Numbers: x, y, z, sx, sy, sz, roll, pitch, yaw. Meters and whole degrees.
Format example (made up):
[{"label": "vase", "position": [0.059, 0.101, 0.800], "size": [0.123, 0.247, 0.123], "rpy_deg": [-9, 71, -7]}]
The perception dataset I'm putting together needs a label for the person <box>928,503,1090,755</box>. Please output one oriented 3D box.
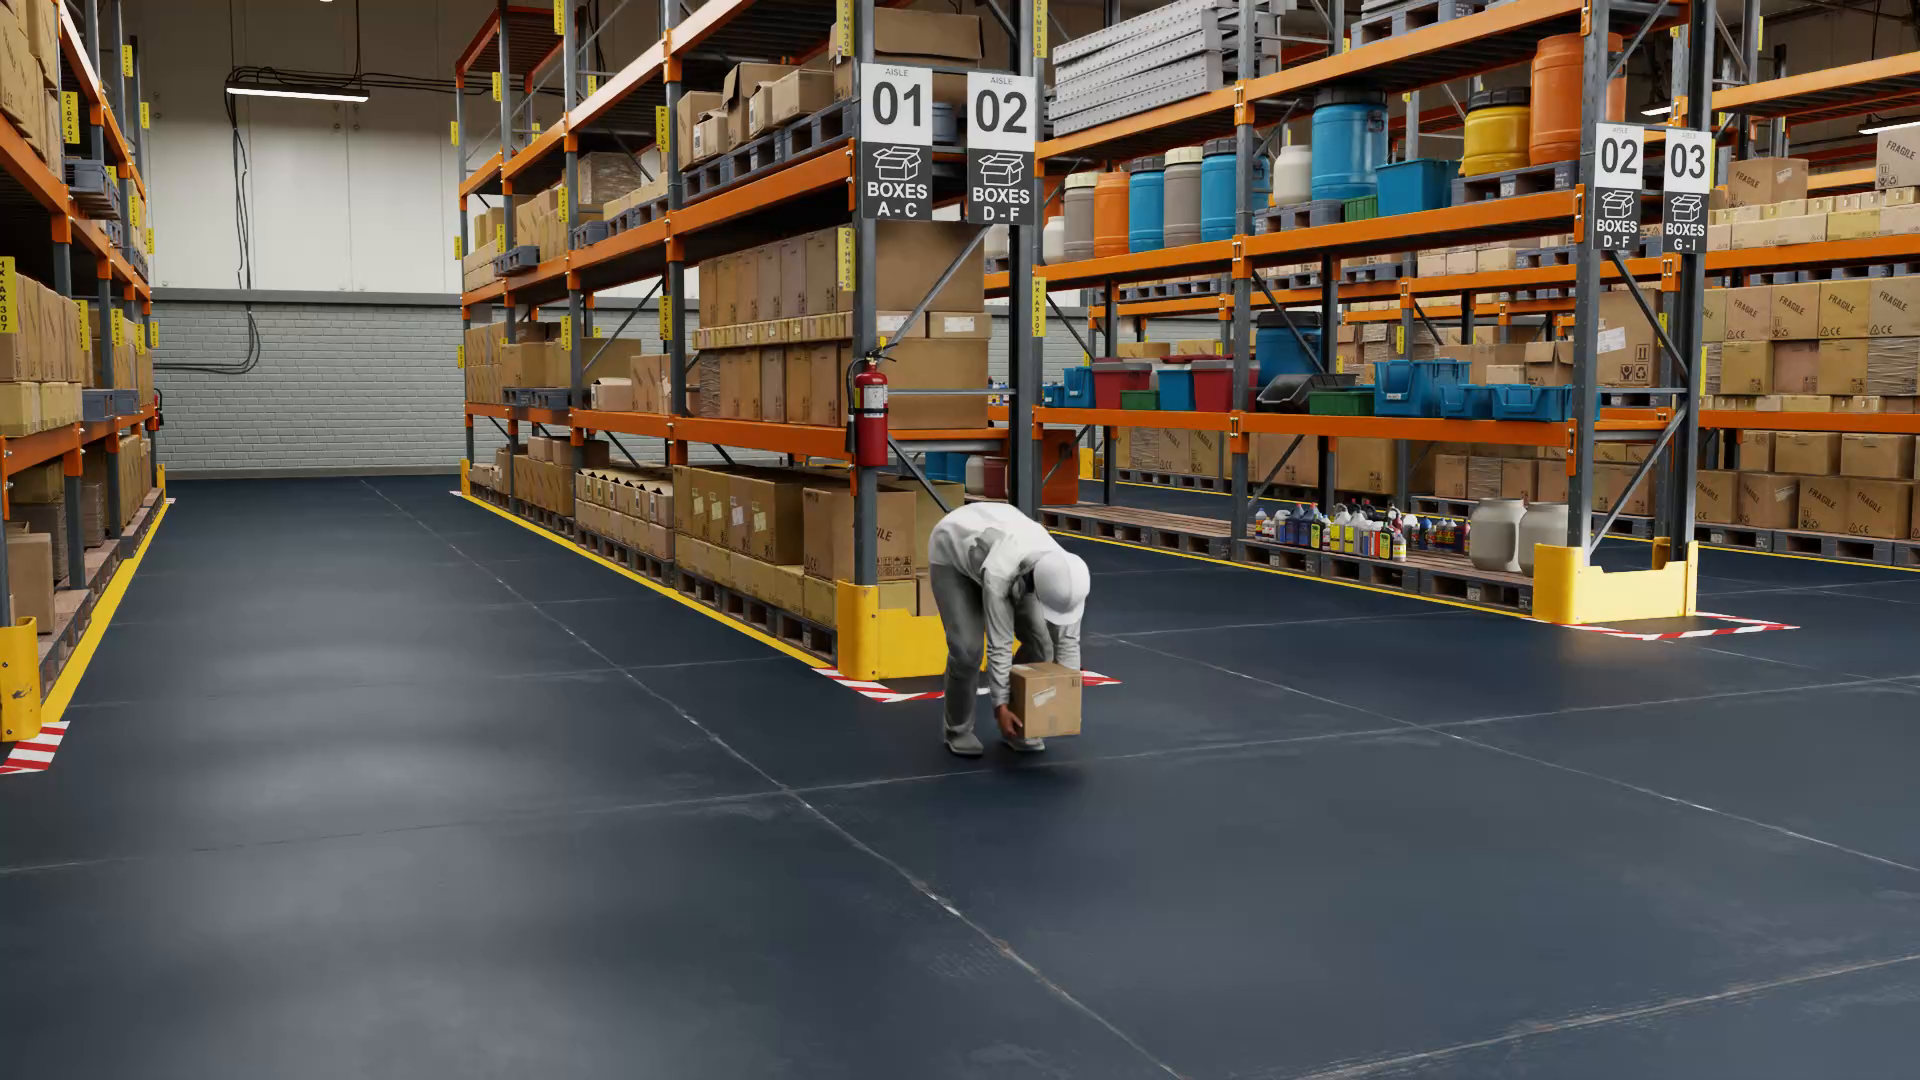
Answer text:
[{"label": "person", "position": [0.222, 0.384, 6.860], "size": [0.479, 1.054, 1.006], "rpy_deg": [-3, 6, -26]}]
